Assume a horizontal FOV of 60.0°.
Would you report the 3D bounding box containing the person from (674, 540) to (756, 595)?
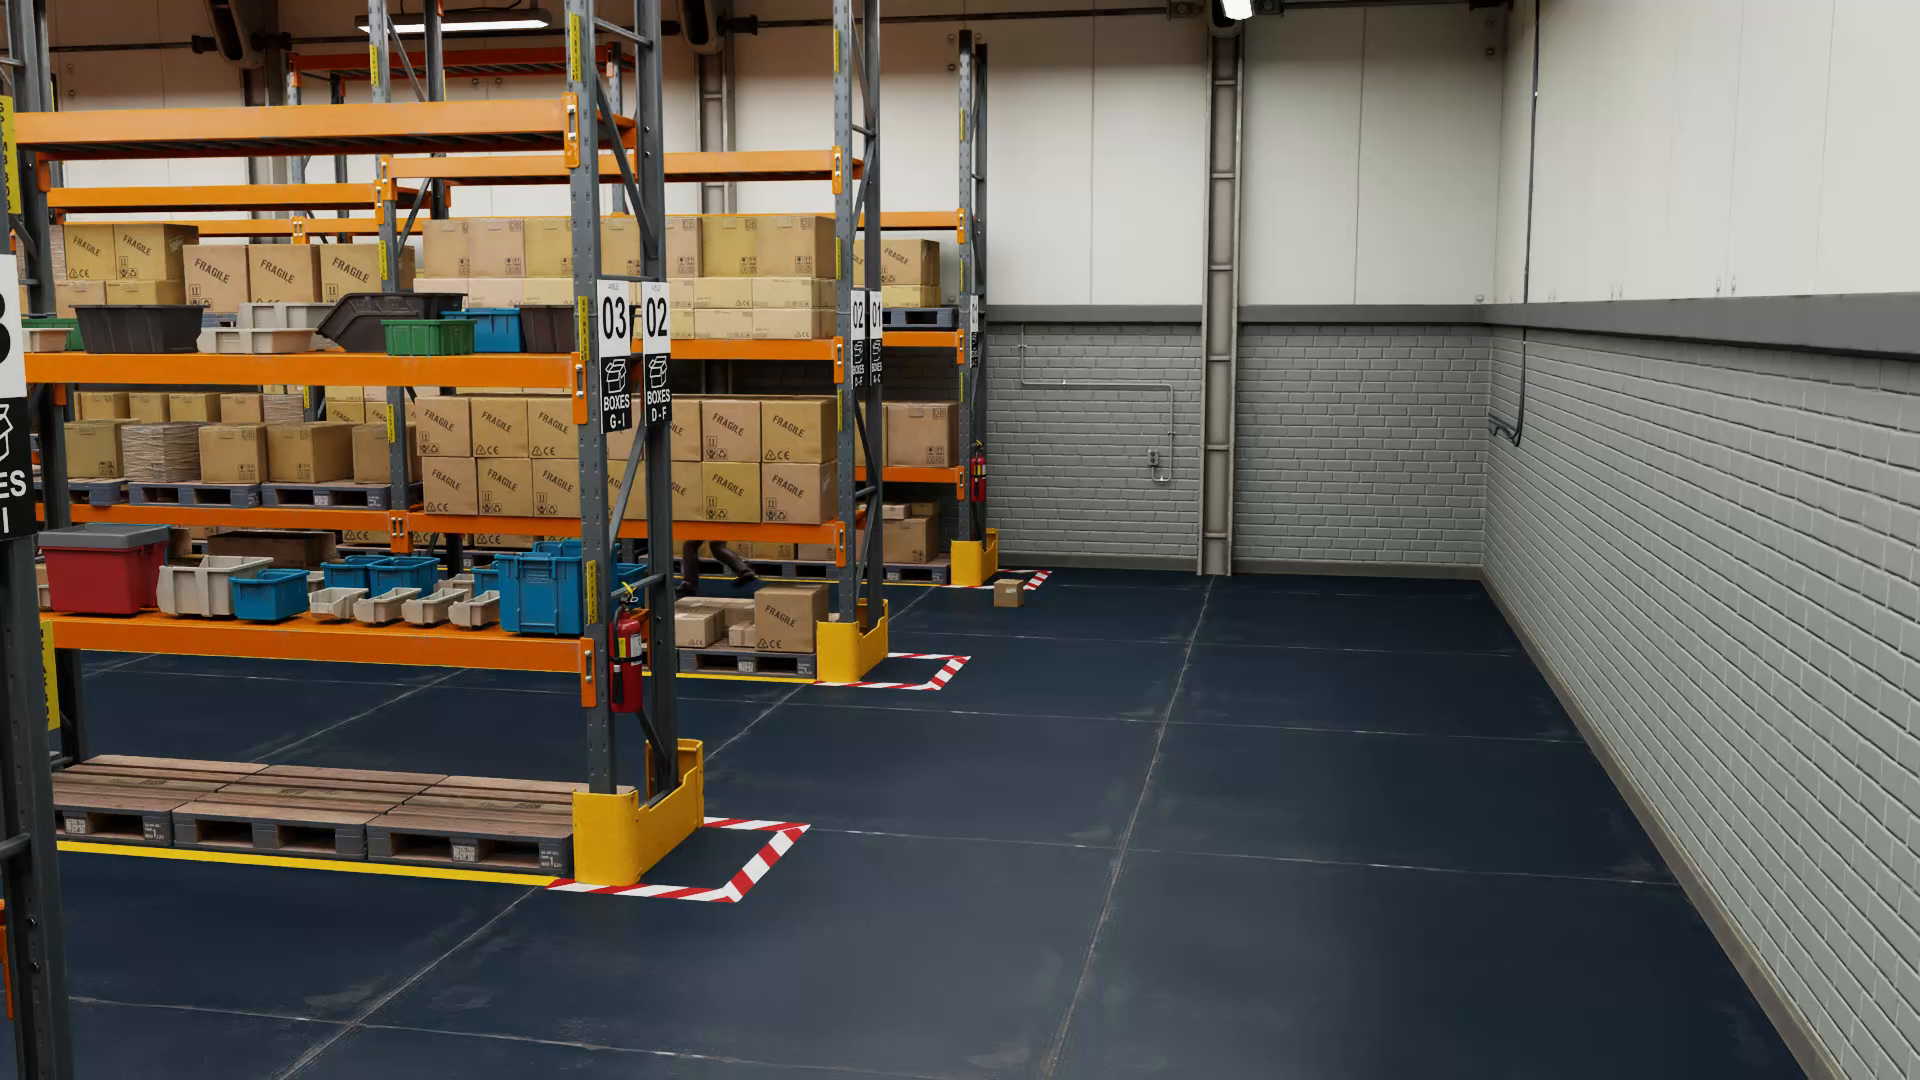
[{"bbox_3d":[-2.650,-0.251,17.718,0.938,1.689,0.540,3,8,19],"label":"person"}]
